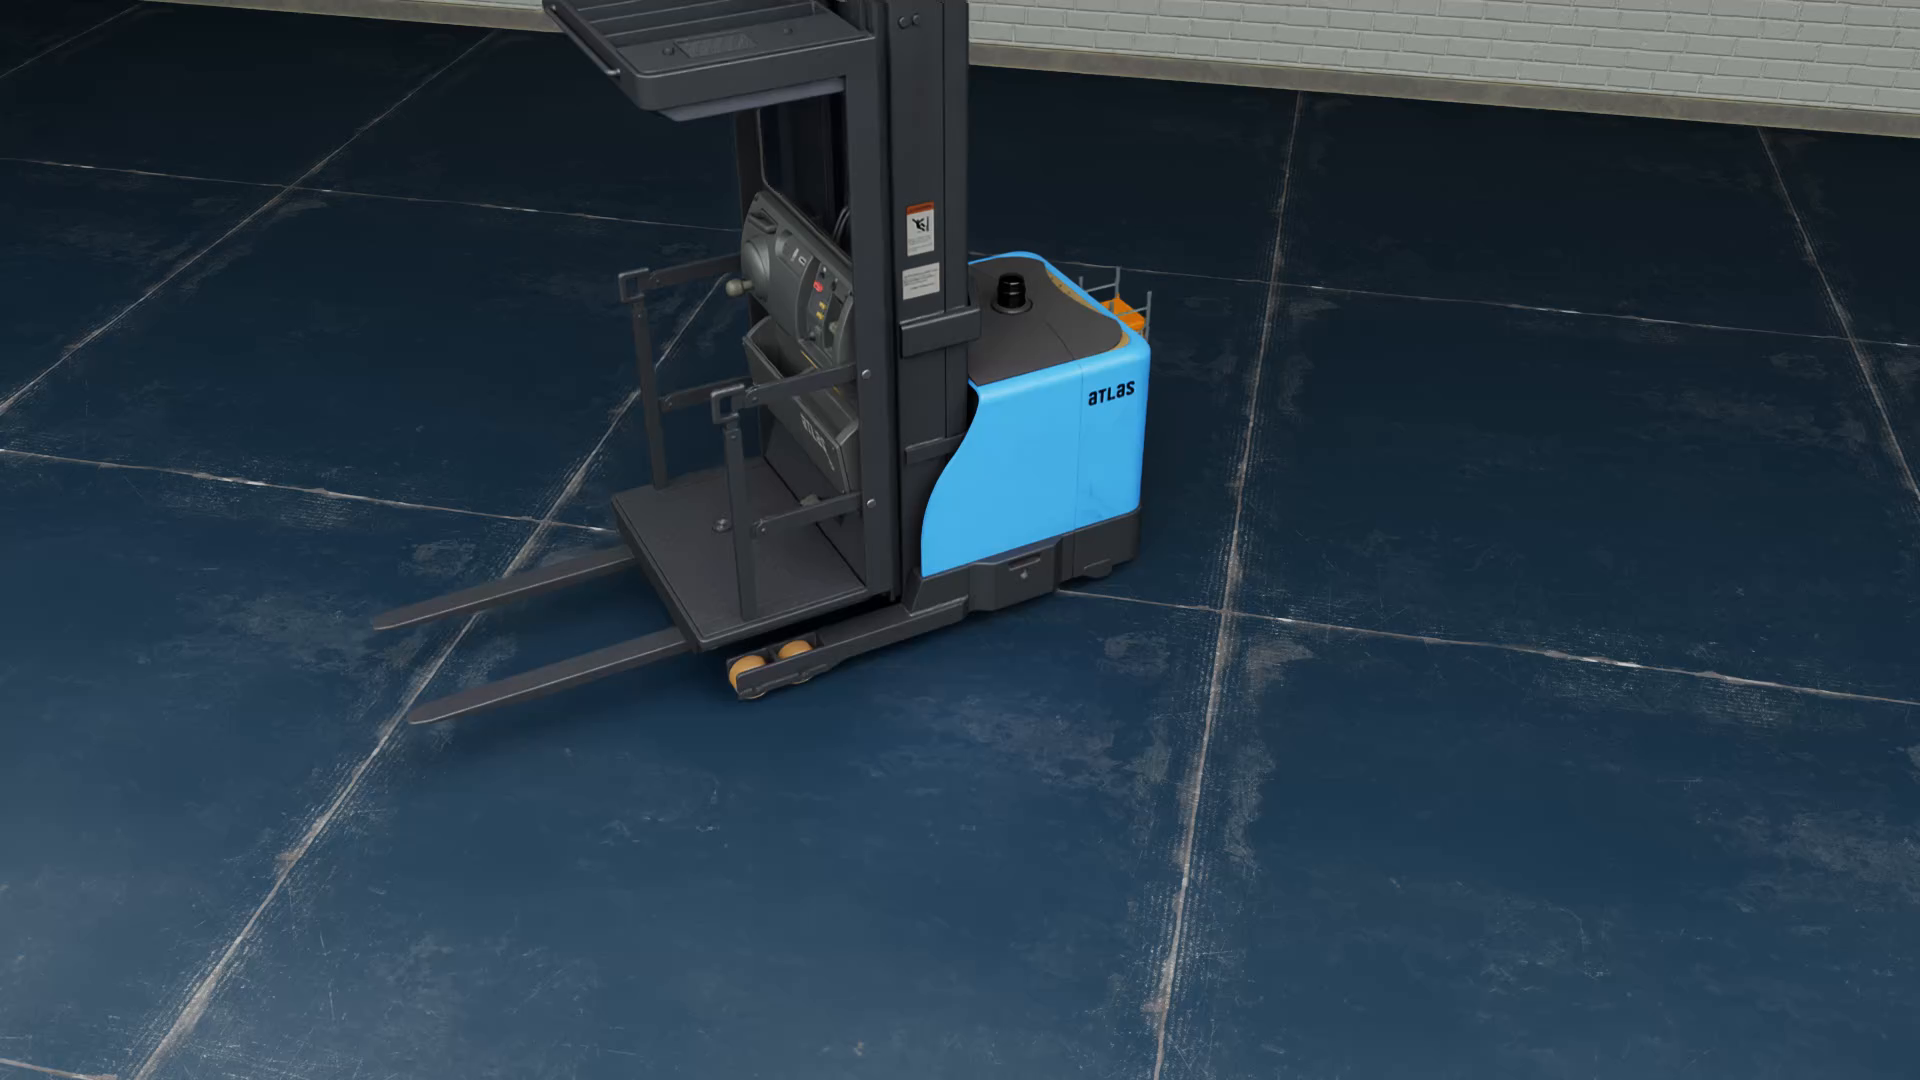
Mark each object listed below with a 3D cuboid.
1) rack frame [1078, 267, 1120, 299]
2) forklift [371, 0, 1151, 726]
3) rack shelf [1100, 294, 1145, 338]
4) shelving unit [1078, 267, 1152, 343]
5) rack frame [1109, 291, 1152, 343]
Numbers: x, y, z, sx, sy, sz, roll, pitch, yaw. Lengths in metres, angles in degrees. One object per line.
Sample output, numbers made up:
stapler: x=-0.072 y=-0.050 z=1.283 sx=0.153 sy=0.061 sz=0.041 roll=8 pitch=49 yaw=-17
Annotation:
rack frame: x=0.589 y=-0.704 z=7.327 sx=0.200 sy=1.050 sz=0.008 roll=-17 pitch=39 yaw=-22
forklift: x=-0.784 y=-0.930 z=6.036 sx=3.031 sy=2.935 sz=1.130 roll=-17 pitch=39 yaw=-22
rack shelf: x=0.646 y=-0.862 z=7.079 sx=0.215 sy=0.259 sz=0.240 roll=-17 pitch=39 yaw=-22
shelving unit: x=0.645 y=-0.641 z=7.239 sx=0.215 sy=1.050 sz=0.252 roll=-17 pitch=39 yaw=-22
rack frame: x=0.702 y=-0.577 z=7.152 sx=0.200 sy=1.050 sz=0.008 roll=-17 pitch=39 yaw=-22
